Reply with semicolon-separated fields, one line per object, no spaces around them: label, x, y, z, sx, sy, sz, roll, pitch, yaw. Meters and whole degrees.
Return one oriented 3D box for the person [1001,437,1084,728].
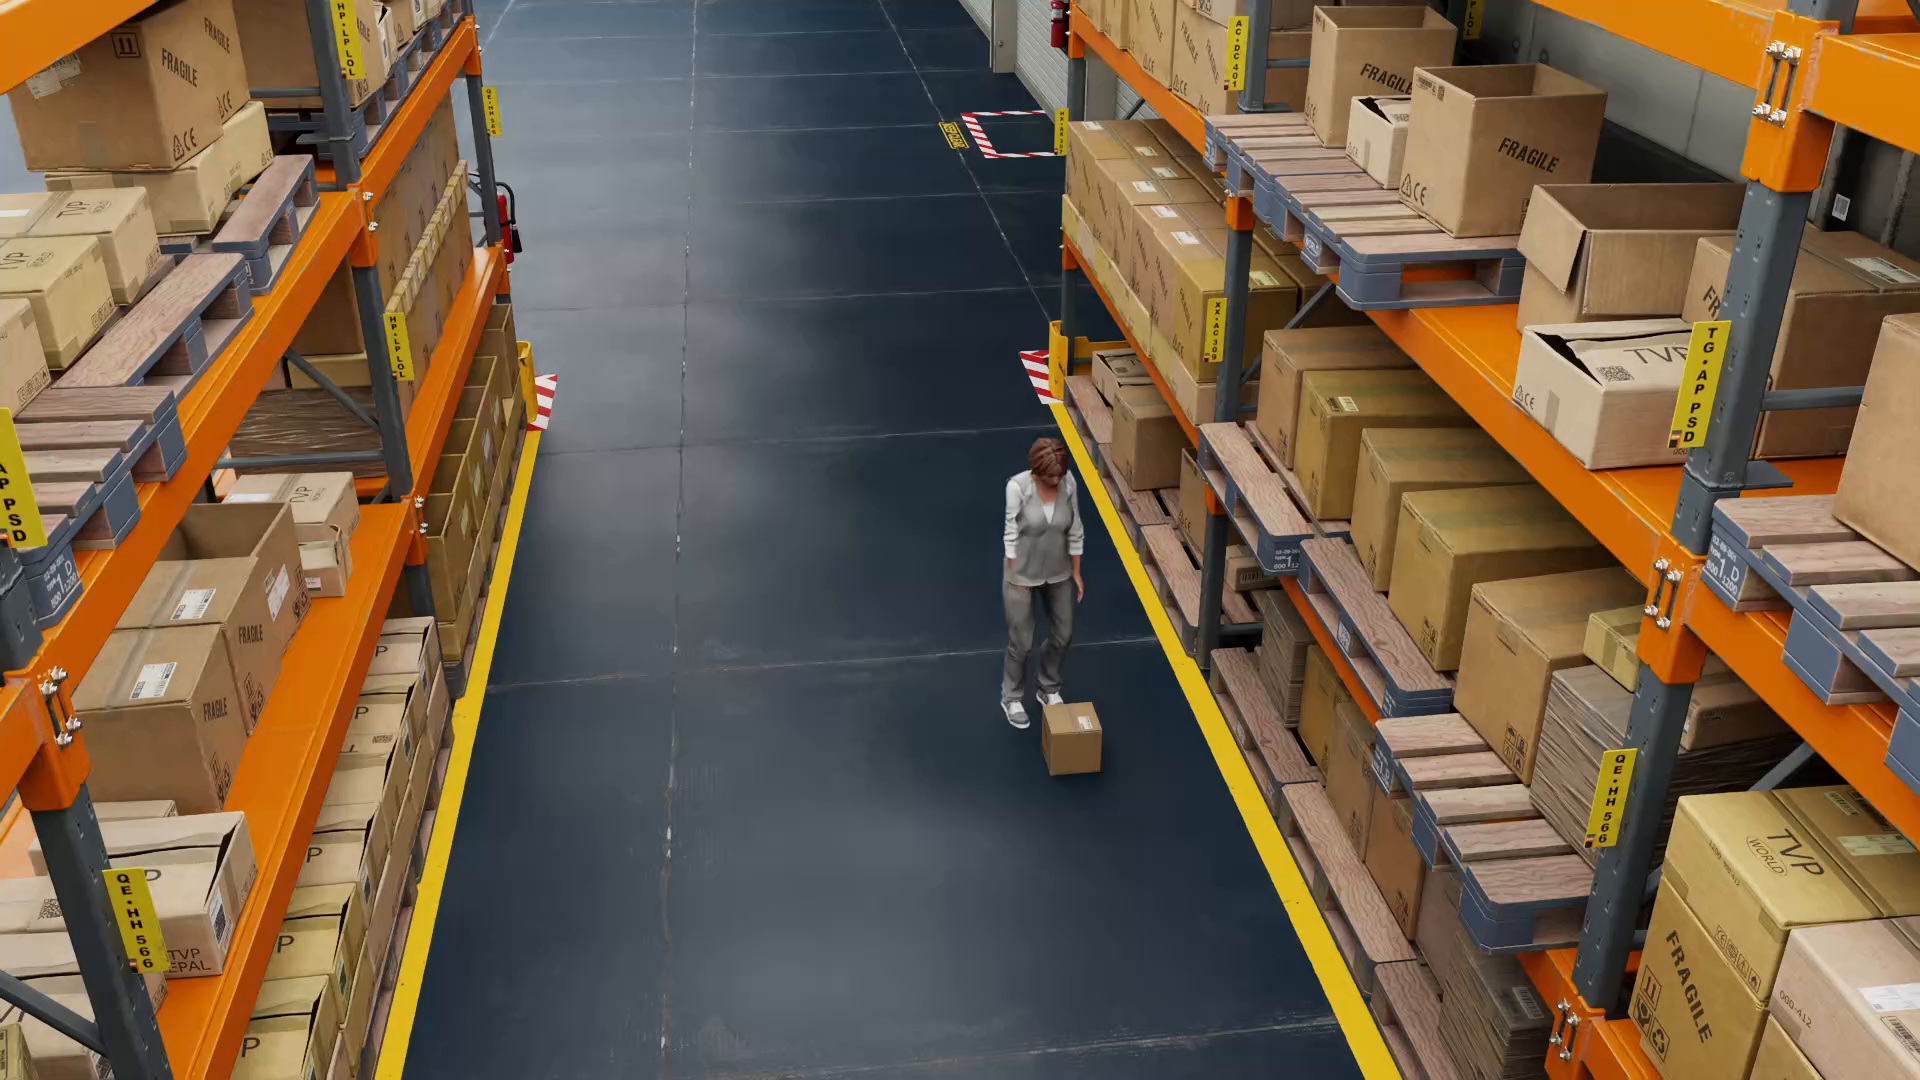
person;0.411;0.198;8.300;0.417;1.564;0.340;-9;29;-17
